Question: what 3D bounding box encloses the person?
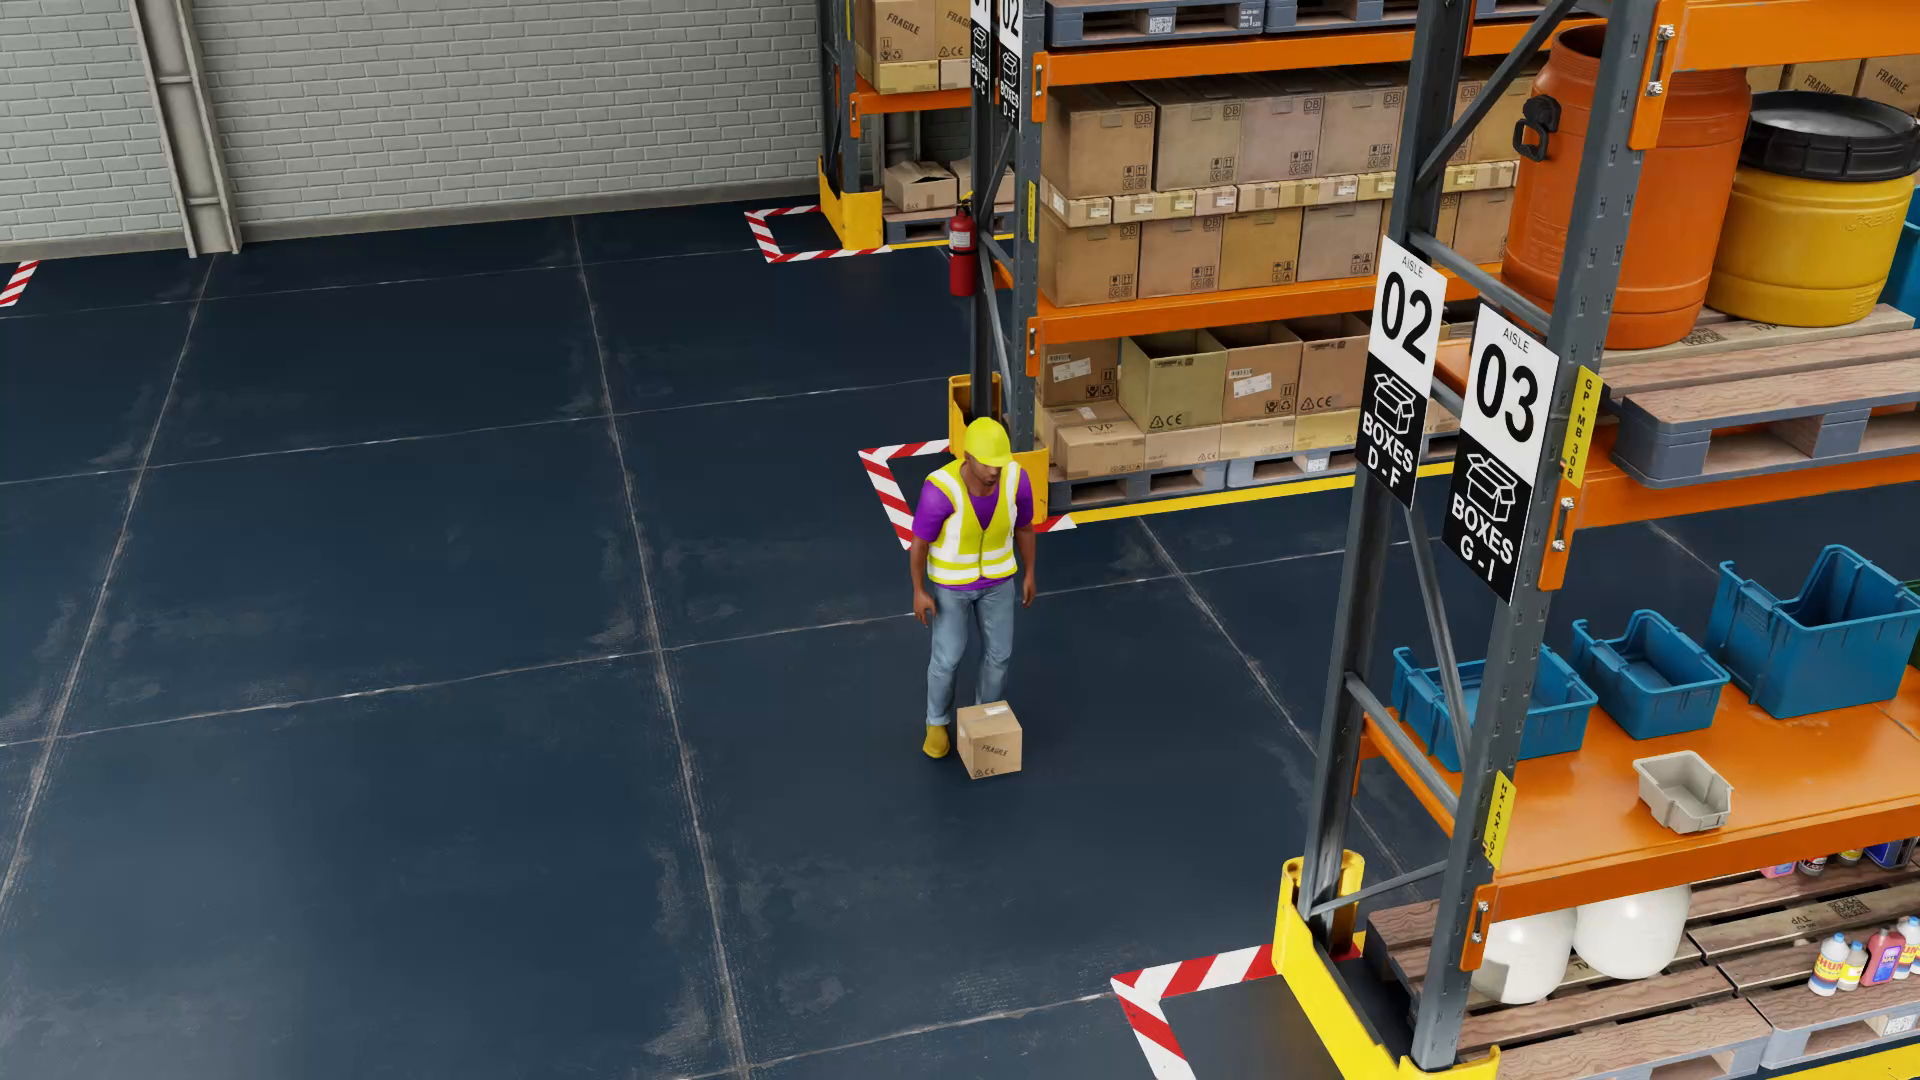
[{"bbox_3d":[0.074,0.203,7.873,0.628,1.759,0.461,-9,31,-16],"label":"person"}]
